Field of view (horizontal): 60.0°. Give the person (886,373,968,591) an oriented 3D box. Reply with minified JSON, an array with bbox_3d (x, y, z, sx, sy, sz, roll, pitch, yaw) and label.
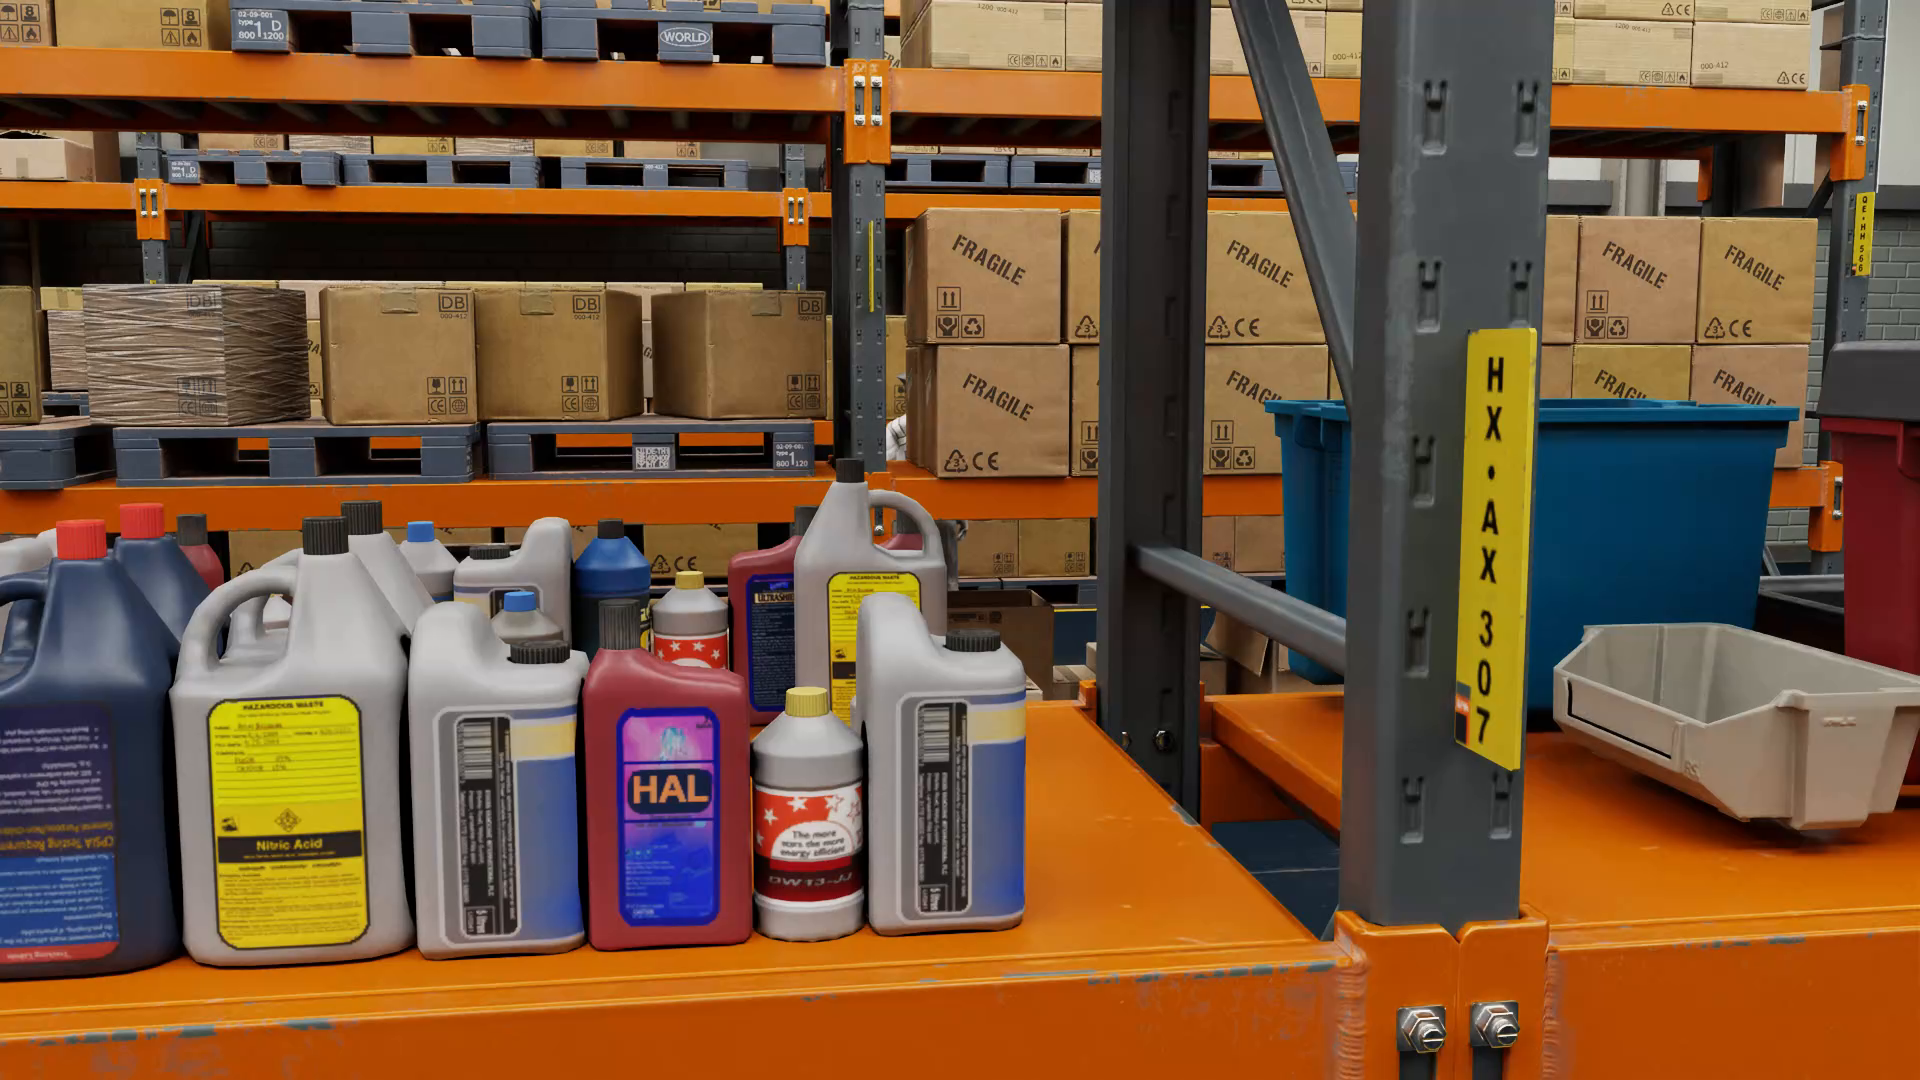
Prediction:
[{"bbox_3d":[-0.203,-0.120,9.360,0.529,1.663,0.372,-1,7,-8],"label":"person"}]
